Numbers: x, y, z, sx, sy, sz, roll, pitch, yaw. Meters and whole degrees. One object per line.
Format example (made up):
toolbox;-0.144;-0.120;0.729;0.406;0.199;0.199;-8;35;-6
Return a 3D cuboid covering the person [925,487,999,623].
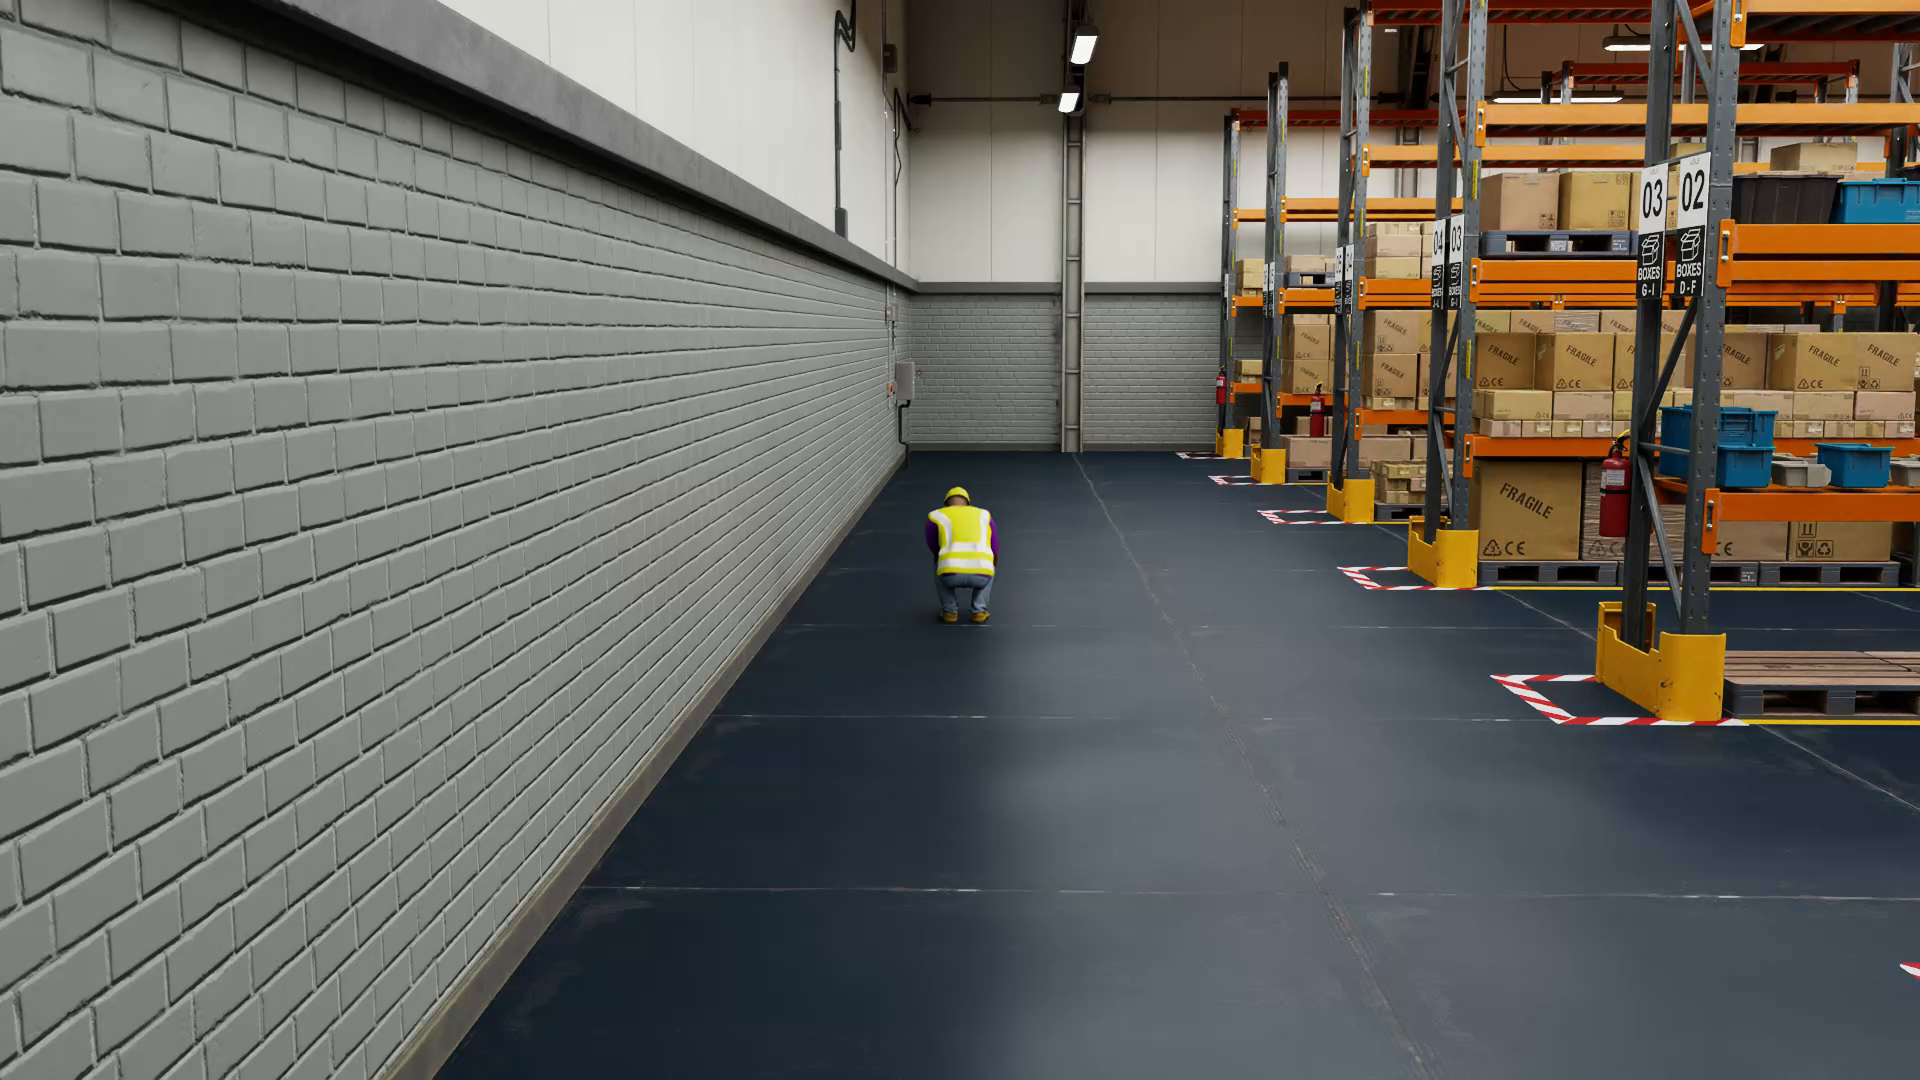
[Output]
person;0.016;0.111;12.887;0.582;1.003;0.870;0;7;1
